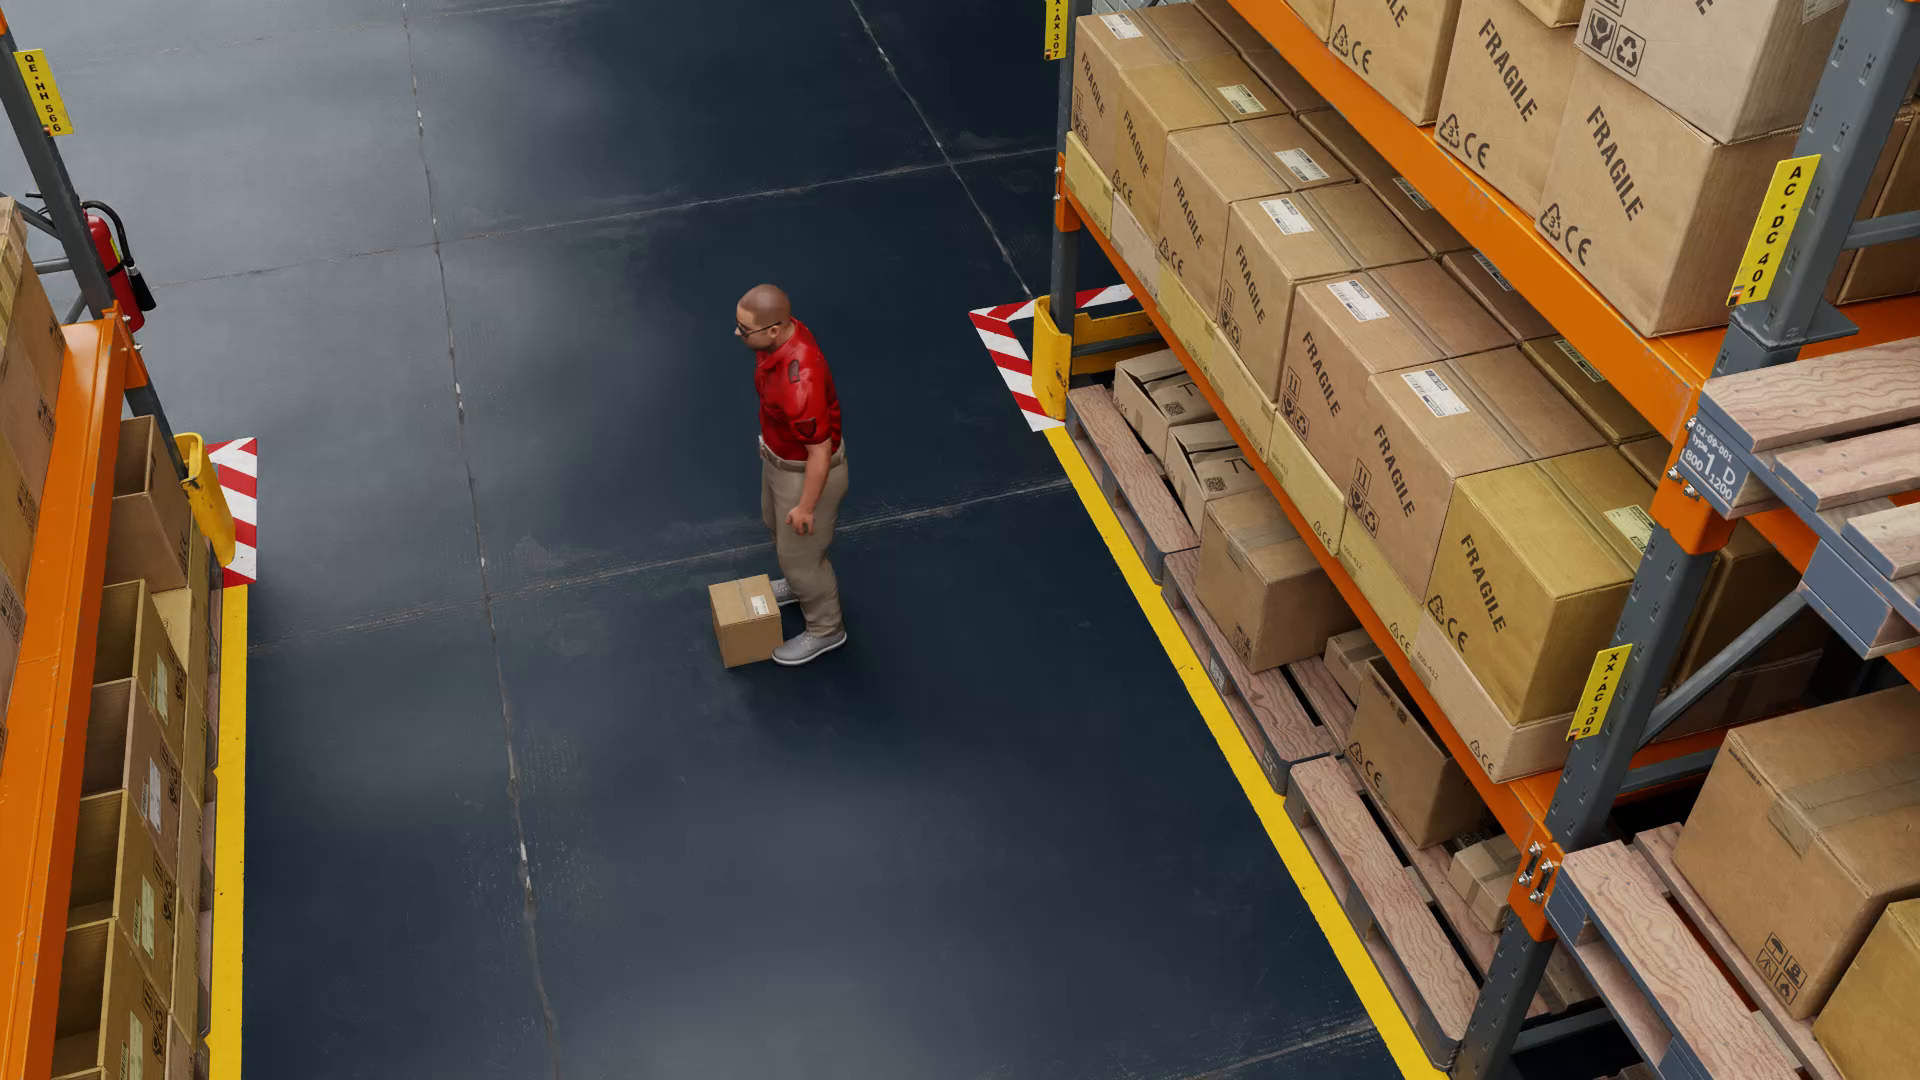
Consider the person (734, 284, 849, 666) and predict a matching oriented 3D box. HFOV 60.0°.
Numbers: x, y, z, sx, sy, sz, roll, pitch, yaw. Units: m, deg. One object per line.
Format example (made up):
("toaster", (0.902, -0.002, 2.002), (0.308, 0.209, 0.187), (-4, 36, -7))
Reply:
("person", (-0.647, -0.273, 6.475), (0.396, 1.726, 0.585), (-12, 43, -13))
